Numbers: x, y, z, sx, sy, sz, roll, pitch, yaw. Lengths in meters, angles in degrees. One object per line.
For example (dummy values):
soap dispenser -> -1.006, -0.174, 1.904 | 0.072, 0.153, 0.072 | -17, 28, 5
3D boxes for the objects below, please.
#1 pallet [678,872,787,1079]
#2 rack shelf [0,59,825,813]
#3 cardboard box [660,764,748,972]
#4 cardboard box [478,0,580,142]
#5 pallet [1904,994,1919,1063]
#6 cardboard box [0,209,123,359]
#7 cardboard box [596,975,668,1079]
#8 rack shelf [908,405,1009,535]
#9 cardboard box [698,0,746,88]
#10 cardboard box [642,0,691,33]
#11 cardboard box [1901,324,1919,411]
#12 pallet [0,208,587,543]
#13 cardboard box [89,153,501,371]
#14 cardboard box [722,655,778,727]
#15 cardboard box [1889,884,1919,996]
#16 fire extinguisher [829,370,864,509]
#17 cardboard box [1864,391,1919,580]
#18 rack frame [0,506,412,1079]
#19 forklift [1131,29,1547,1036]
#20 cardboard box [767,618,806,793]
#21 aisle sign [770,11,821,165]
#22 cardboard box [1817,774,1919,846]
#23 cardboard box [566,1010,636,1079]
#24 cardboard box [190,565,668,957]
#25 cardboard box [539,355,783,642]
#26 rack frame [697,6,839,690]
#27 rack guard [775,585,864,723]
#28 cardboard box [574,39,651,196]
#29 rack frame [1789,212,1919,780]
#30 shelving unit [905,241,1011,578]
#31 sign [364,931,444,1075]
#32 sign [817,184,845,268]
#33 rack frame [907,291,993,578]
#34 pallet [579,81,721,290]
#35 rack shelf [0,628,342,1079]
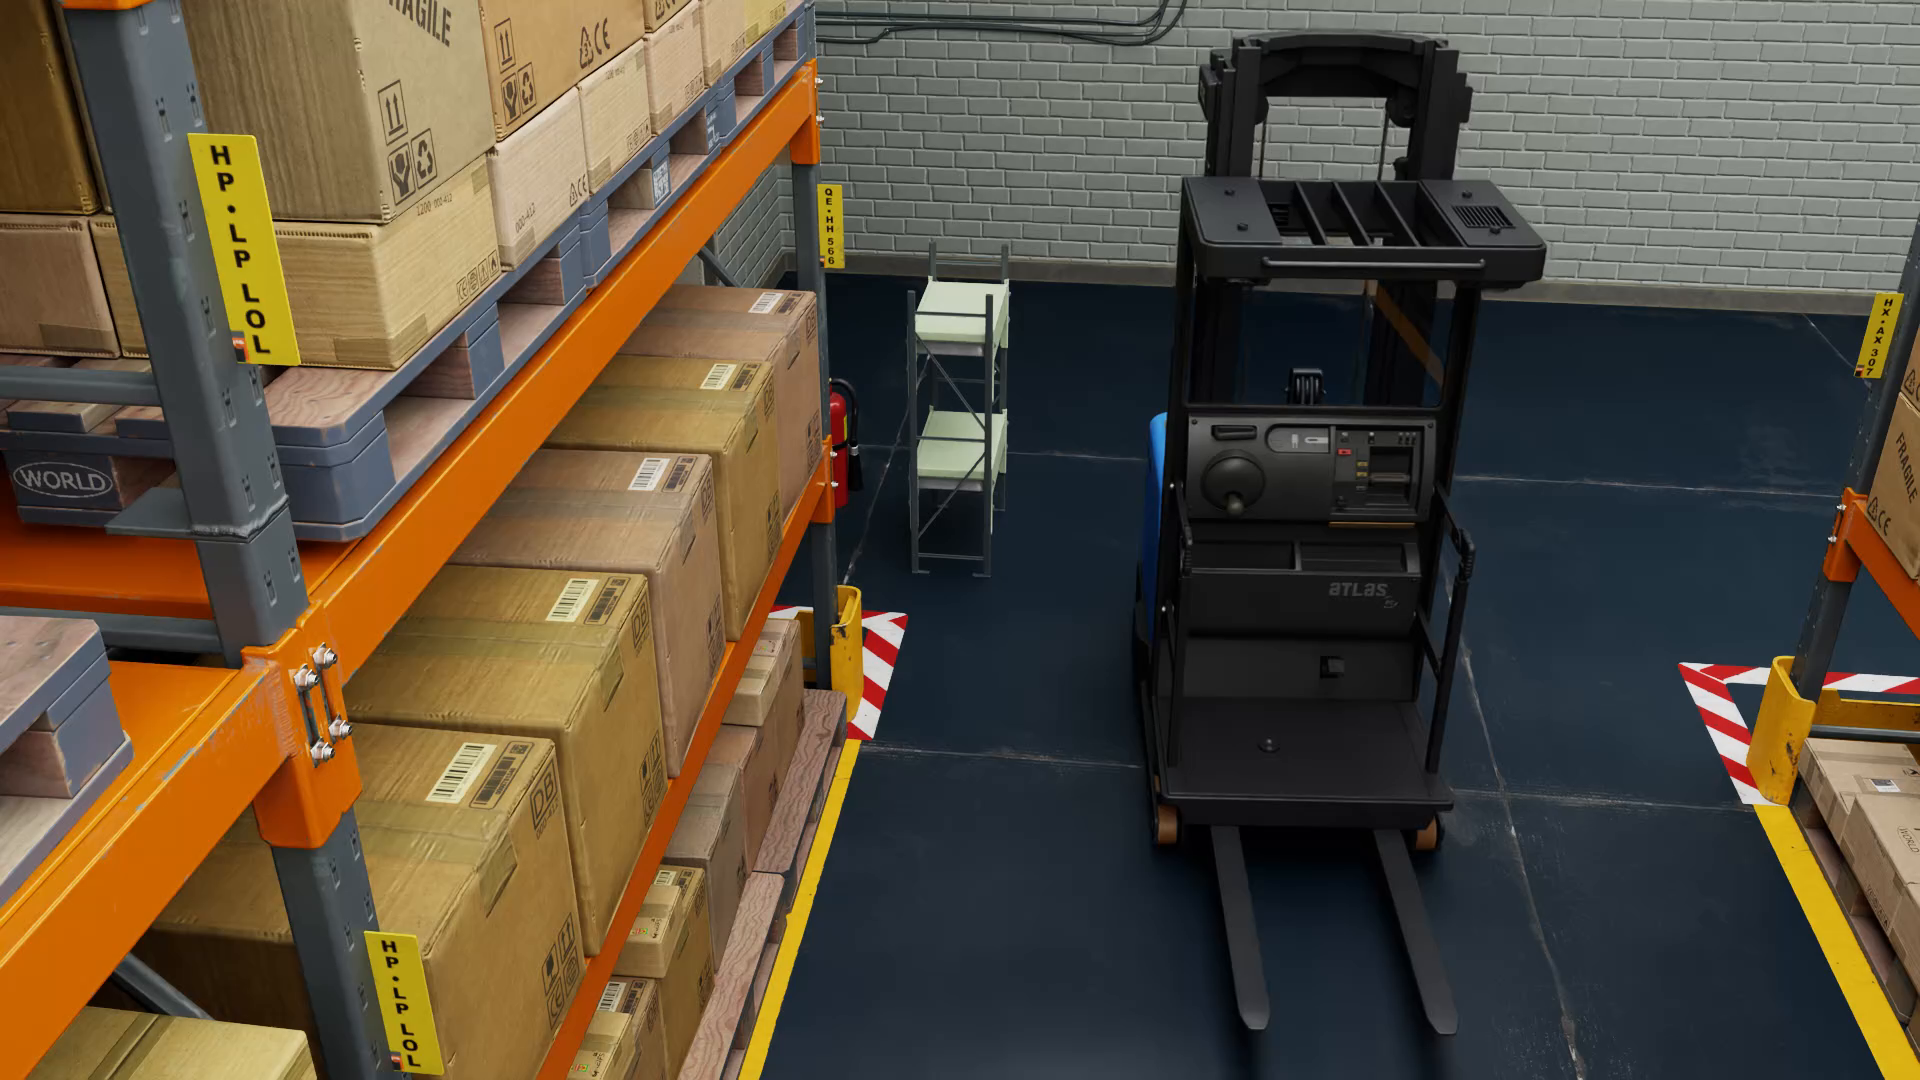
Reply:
pallet -> -1.203, 1.565, 5.622 | 1.003, 0.211, 1.213 | 3, 28, 6
rack shelf -> -1.276, -0.678, 4.443 | 1.077, 0.370, 4.000 | 3, 28, 6
cardboard box -> -1.140, 1.107, 5.725 | 0.700, 0.500, 0.500 | 2, 28, 5
cardboard box -> -1.098, -1.108, 3.301 | 0.500, 0.500, 0.500 | 3, 28, 5
pallet -> 3.628, 1.882, 5.035 | 1.003, 0.211, 1.213 | 3, 28, 6
cardboard box -> -1.670, -0.552, 3.060 | 0.500, 0.250, 0.500 | 4, 29, 7
cardboard box -> -1.263, 1.600, 4.810 | 0.700, 0.500, 0.500 | 3, 28, 6
rack shelf -> -0.001, -0.370, 8.543 | 0.431, 0.370, 0.720 | 3, 28, 6
cardboard box -> -0.920, -1.494, 4.808 | 0.500, 0.250, 0.500 | 2, 28, 4
cardboard box -> -0.977, -1.588, 4.192 | 0.500, 0.500, 0.500 | 2, 28, 4
cardboard box -> 3.570, -0.621, 5.580 | 0.500, 0.500, 0.500 | 4, 29, 8
pallet -> -1.410, -0.399, 3.259 | 1.003, 0.211, 1.213 | 3, 28, 6
cardboard box -> -1.175, -0.527, 3.012 | 0.500, 0.250, 0.500 | 3, 28, 6
cardboard box -> -0.883, 0.541, 6.093 | 0.380, 0.149, 0.250 | 4, 29, 8
cardboard box -> 3.415, 1.397, 5.429 | 0.500, 0.250, 0.500 | 3, 28, 6
fire extinguisher -> -0.554, -0.462, 6.920 | 0.296, 0.674, 0.183 | 3, 28, 6
cardboard box -> 3.570, -0.180, 5.817 | 0.500, 0.500, 0.500 | 4, 29, 7
rack frame -> -1.521, 1.267, 3.236 | 1.000, 3.000, 0.127 | 3, 28, 6
forklift -> 1.317, -0.231, 6.088 | 1.130, 2.935, 3.031 | 1, 28, 2
cardboard box -> -1.017, 0.635, 6.602 | 0.700, 0.500, 0.500 | 3, 28, 6
aisle sign -> -0.724, -1.777, 6.145 | 0.394, 0.787, 0.004 | 3, 28, 6
cardboard box -> 3.463, 1.019, 6.220 | 0.380, 0.166, 0.250 | 3, 28, 6
cardboard box -> -1.104, 1.400, 4.497 | 0.380, 0.149, 0.250 | 4, 29, 8
cardboard box -> -1.343, 0.537, 4.274 | 0.980, 0.700, 0.700 | 3, 28, 5
cardboard box -> -1.161, -0.164, 5.576 | 0.980, 0.700, 0.700 | 3, 28, 6
rack frame -> -1.031, -0.616, 6.731 | 1.000, 3.000, 0.127 | 3, 28, 6
rack guard -> -1.028, 0.473, 7.345 | 1.175, 0.500, 0.348 | 3, 28, 6
cardboard box -> -1.042, -1.007, 3.905 | 0.500, 0.250, 0.500 | 3, 28, 5
rack frame -> 3.886, -0.330, 6.200 | 1.000, 3.000, 0.127 | 3, 28, 6
shelving unit -> -0.001, -0.657, 8.388 | 0.431, 1.500, 0.755 | 3, 28, 6
sign -> -0.981, 0.819, 2.930 | 0.100, 0.325, 0.005 | 3, 28, 6
sign -> -0.494, -1.192, 6.329 | 0.100, 0.325, 0.005 | 3, 28, 6
rack frame -> -0.046, -0.485, 8.069 | 0.400, 1.500, 0.023 | 3, 28, 6
pallet -> -1.258, -0.972, 4.322 | 1.003, 0.211, 1.213 | 3, 28, 6
rack shelf -> -1.766, 1.204, 0.948 | 1.077, 0.370, 4.000 | 3, 28, 6
